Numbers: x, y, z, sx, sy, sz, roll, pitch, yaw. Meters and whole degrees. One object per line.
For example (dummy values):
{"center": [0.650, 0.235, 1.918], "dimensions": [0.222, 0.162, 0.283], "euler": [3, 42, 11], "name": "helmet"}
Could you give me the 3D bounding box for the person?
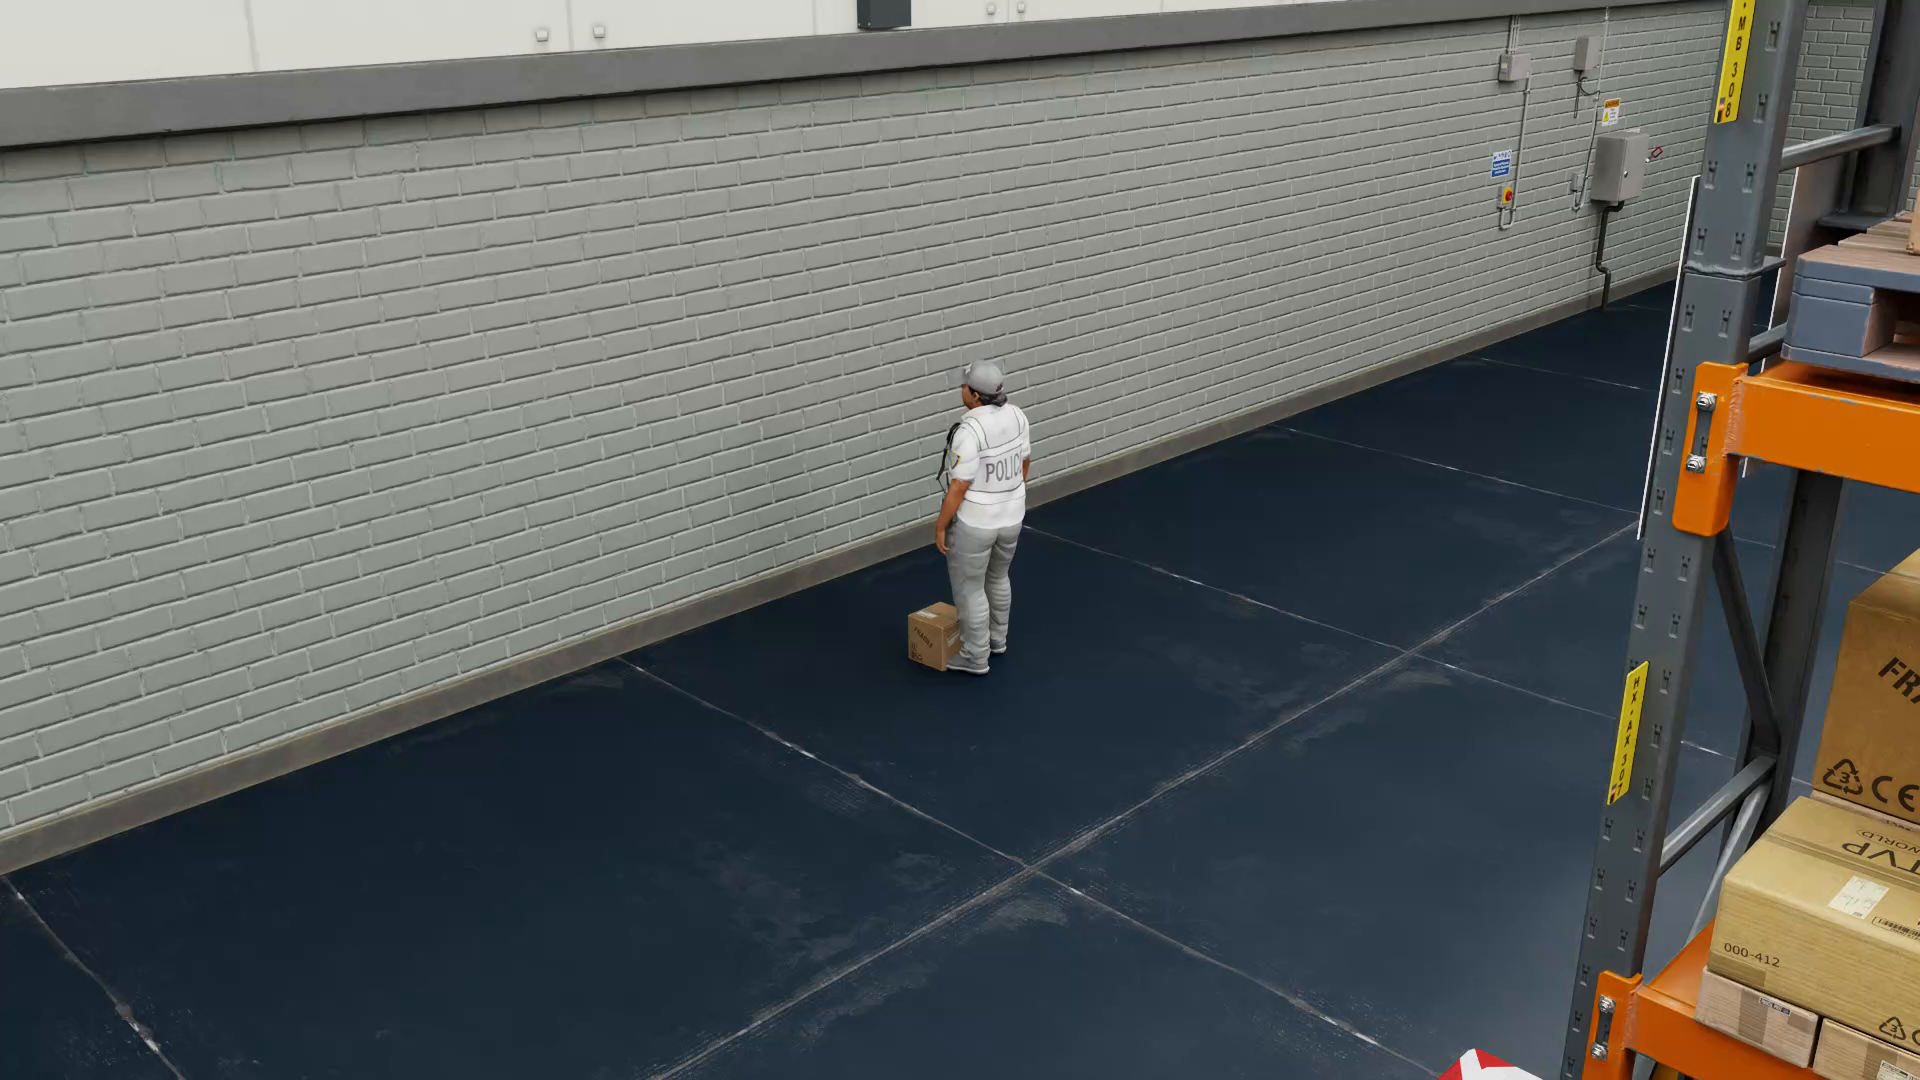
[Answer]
{"center": [0.066, -0.127, 8.418], "dimensions": [0.529, 1.670, 0.598], "euler": [19, 28, 41], "name": "person"}
